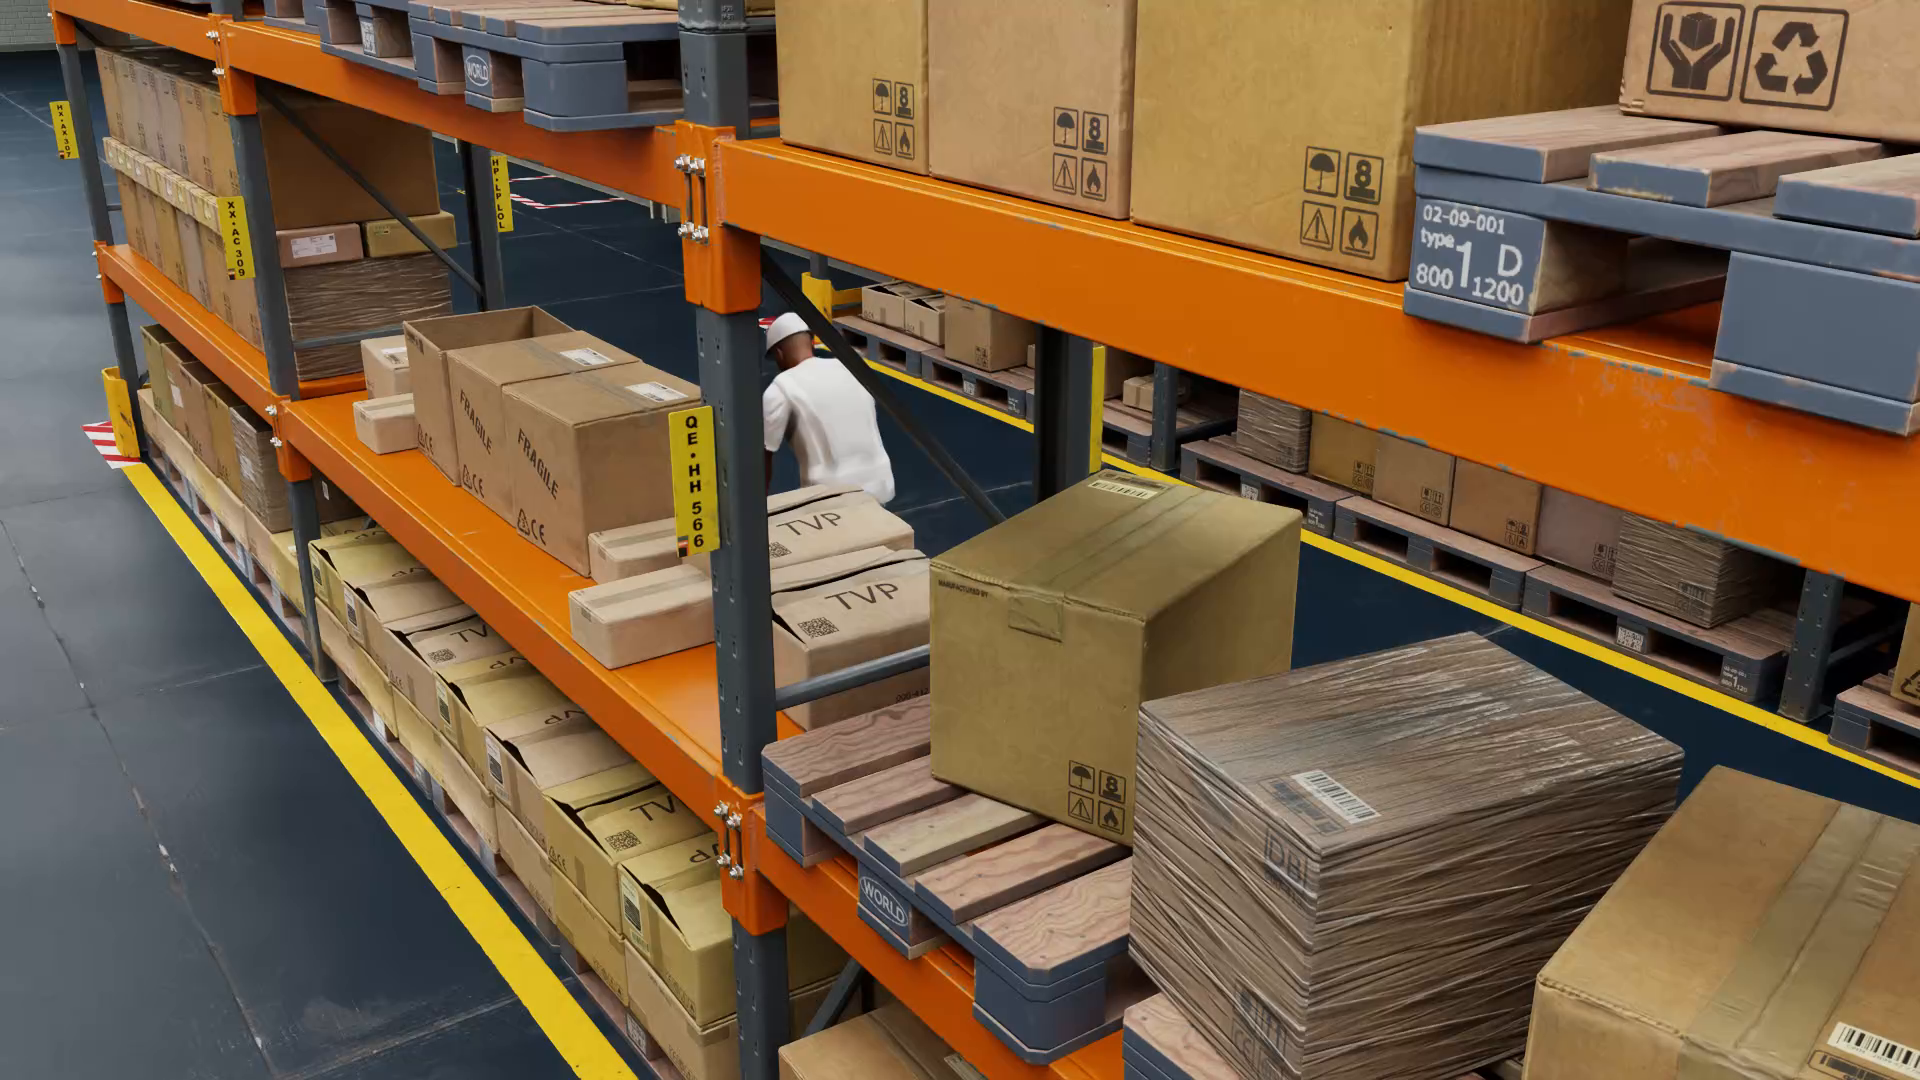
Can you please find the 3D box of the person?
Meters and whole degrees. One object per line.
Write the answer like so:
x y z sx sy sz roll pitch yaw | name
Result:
-0.625 -0.217 7.420 0.625 1.543 0.666 -14 25 -32 | person
